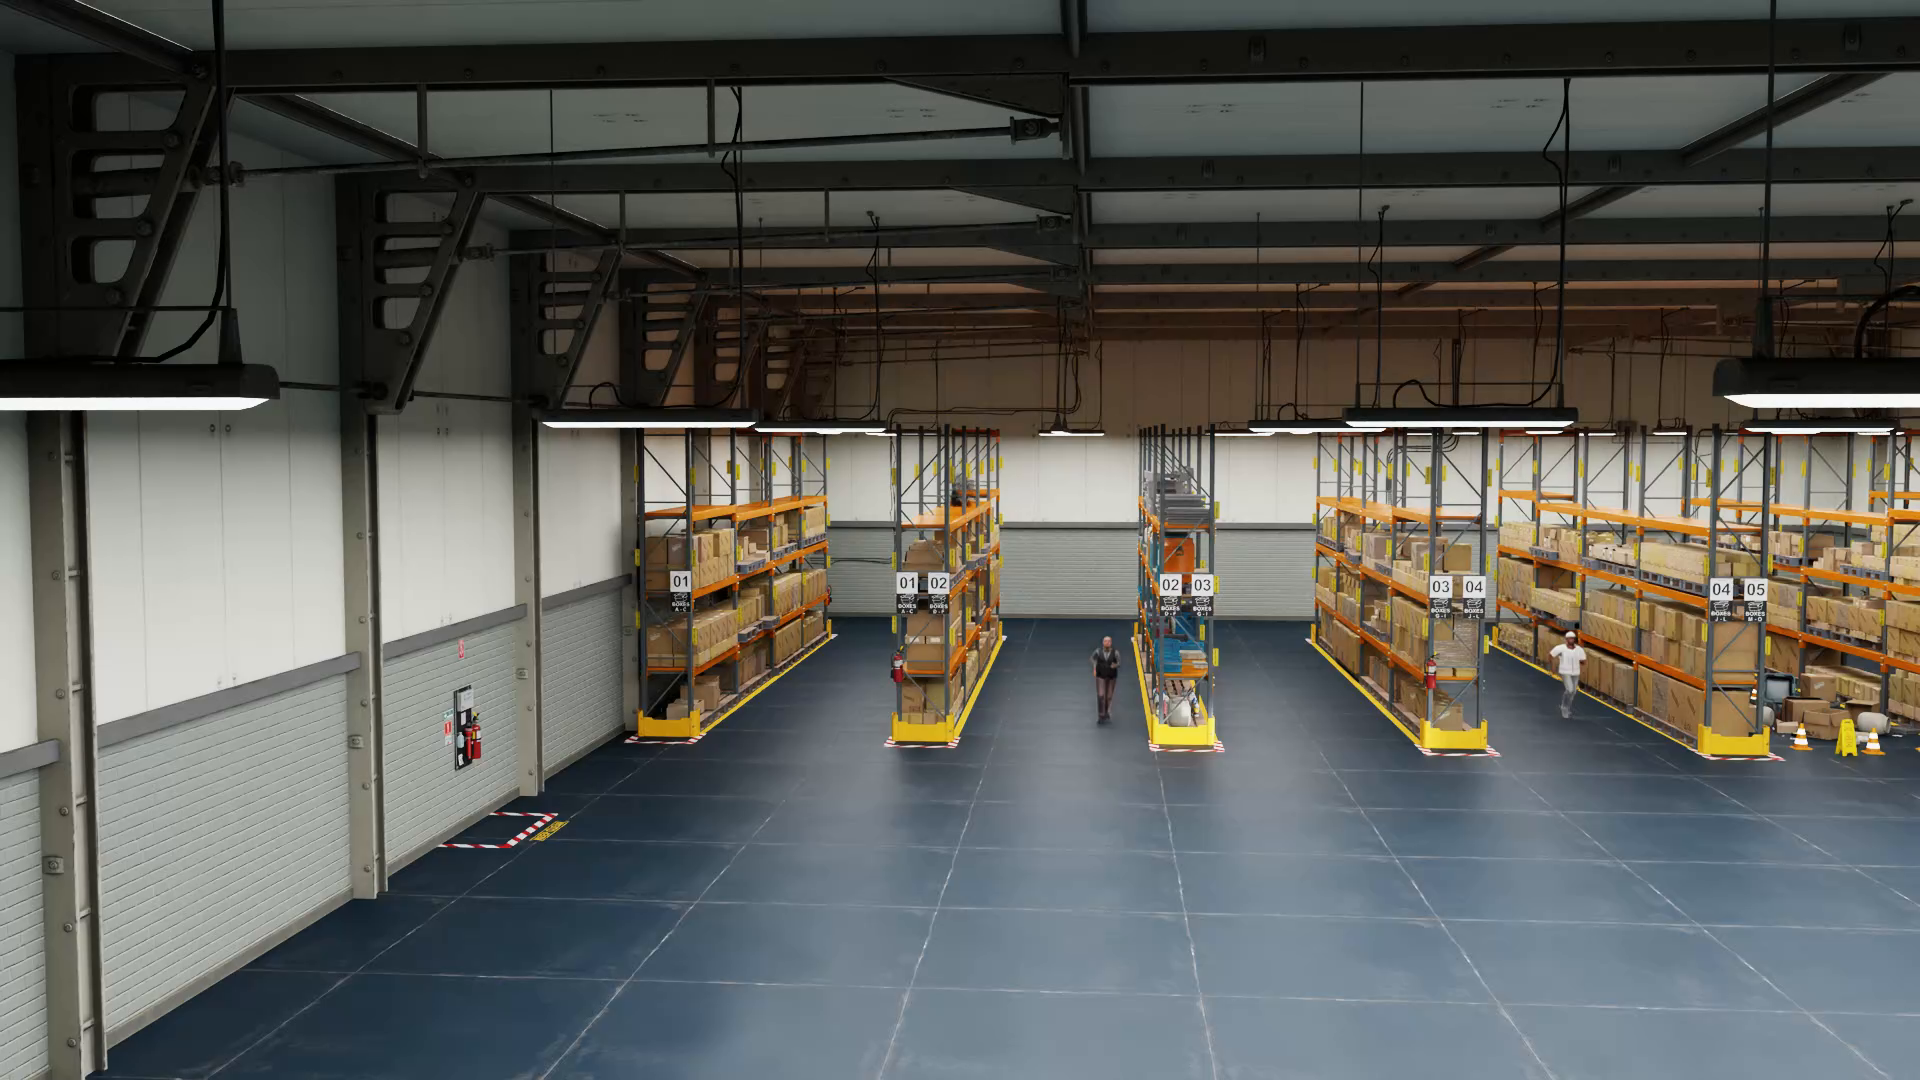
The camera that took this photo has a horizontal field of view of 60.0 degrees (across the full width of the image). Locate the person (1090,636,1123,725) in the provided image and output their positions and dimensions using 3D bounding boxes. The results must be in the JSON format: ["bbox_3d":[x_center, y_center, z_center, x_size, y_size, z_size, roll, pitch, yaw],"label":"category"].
[{"bbox_3d":[2.956,2.832,33.538,0.638,1.781,0.779,0,3,1],"label":"person"}]

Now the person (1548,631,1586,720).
[{"bbox_3d":[12.489,2.772,34.058,0.671,1.801,0.728,0,3,-7],"label":"person"}]
